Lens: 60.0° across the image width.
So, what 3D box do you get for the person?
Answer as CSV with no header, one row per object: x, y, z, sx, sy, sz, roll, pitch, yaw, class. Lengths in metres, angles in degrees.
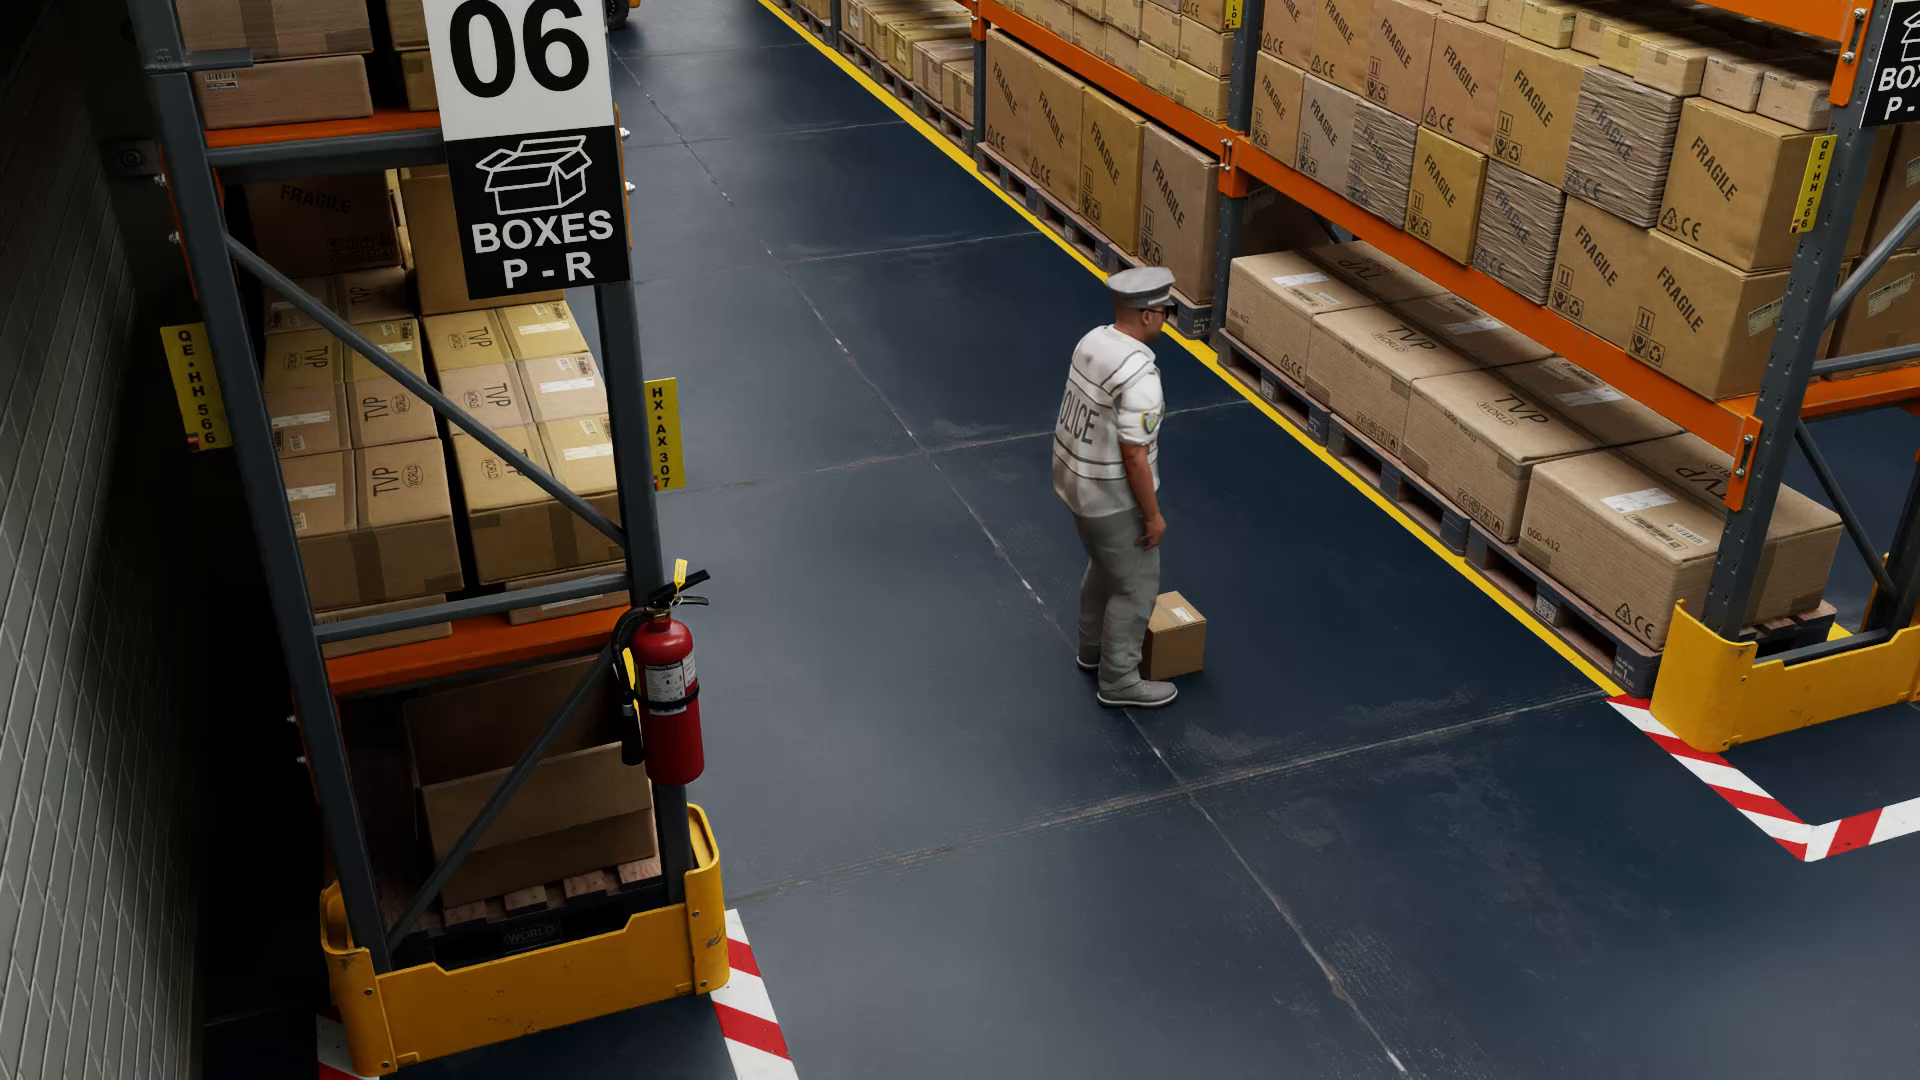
0.612,-0.198,6.467,0.467,1.748,0.587,-10,31,-17,person
